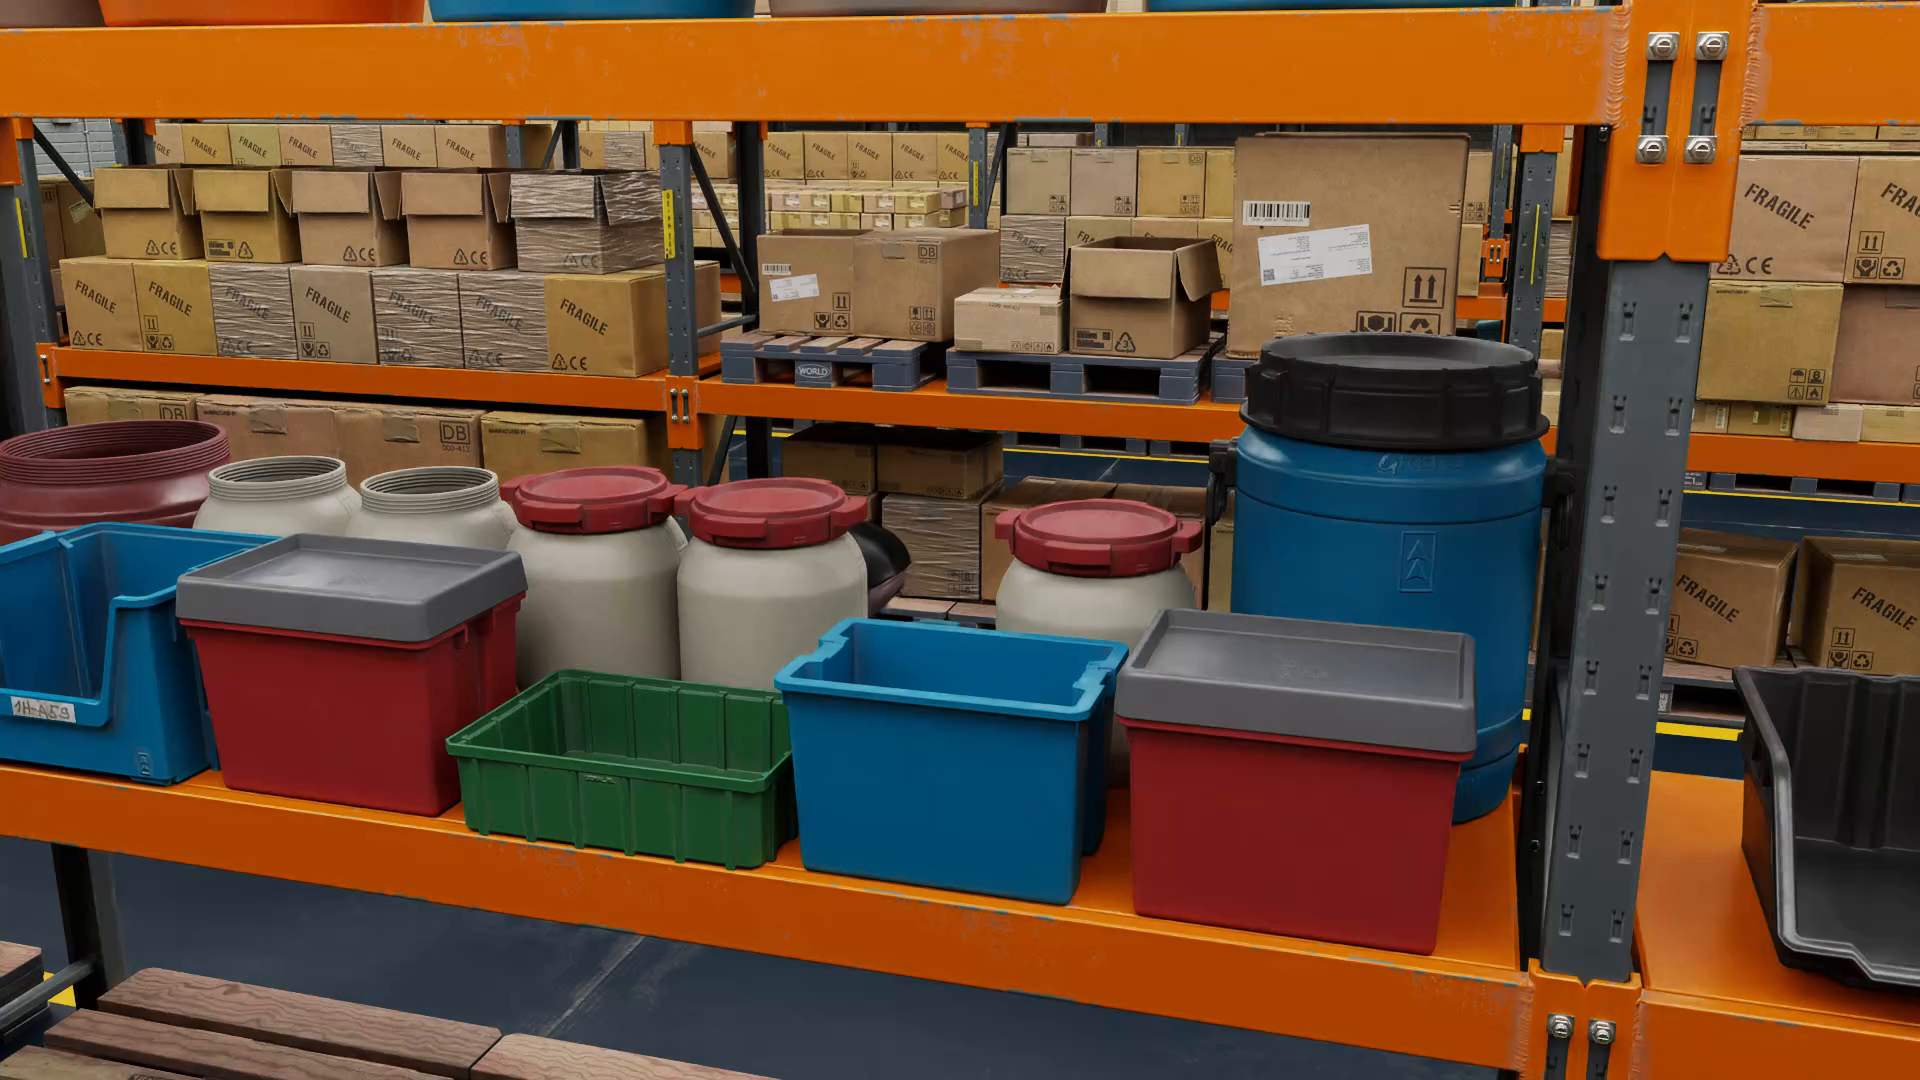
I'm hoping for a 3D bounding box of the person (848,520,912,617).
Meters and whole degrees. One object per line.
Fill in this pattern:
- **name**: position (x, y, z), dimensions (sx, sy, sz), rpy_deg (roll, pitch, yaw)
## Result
- **person**: position (-0.706, 0.331, 7.511), dimensions (0.952, 0.884, 0.512), rpy_deg (4, 15, 14)
